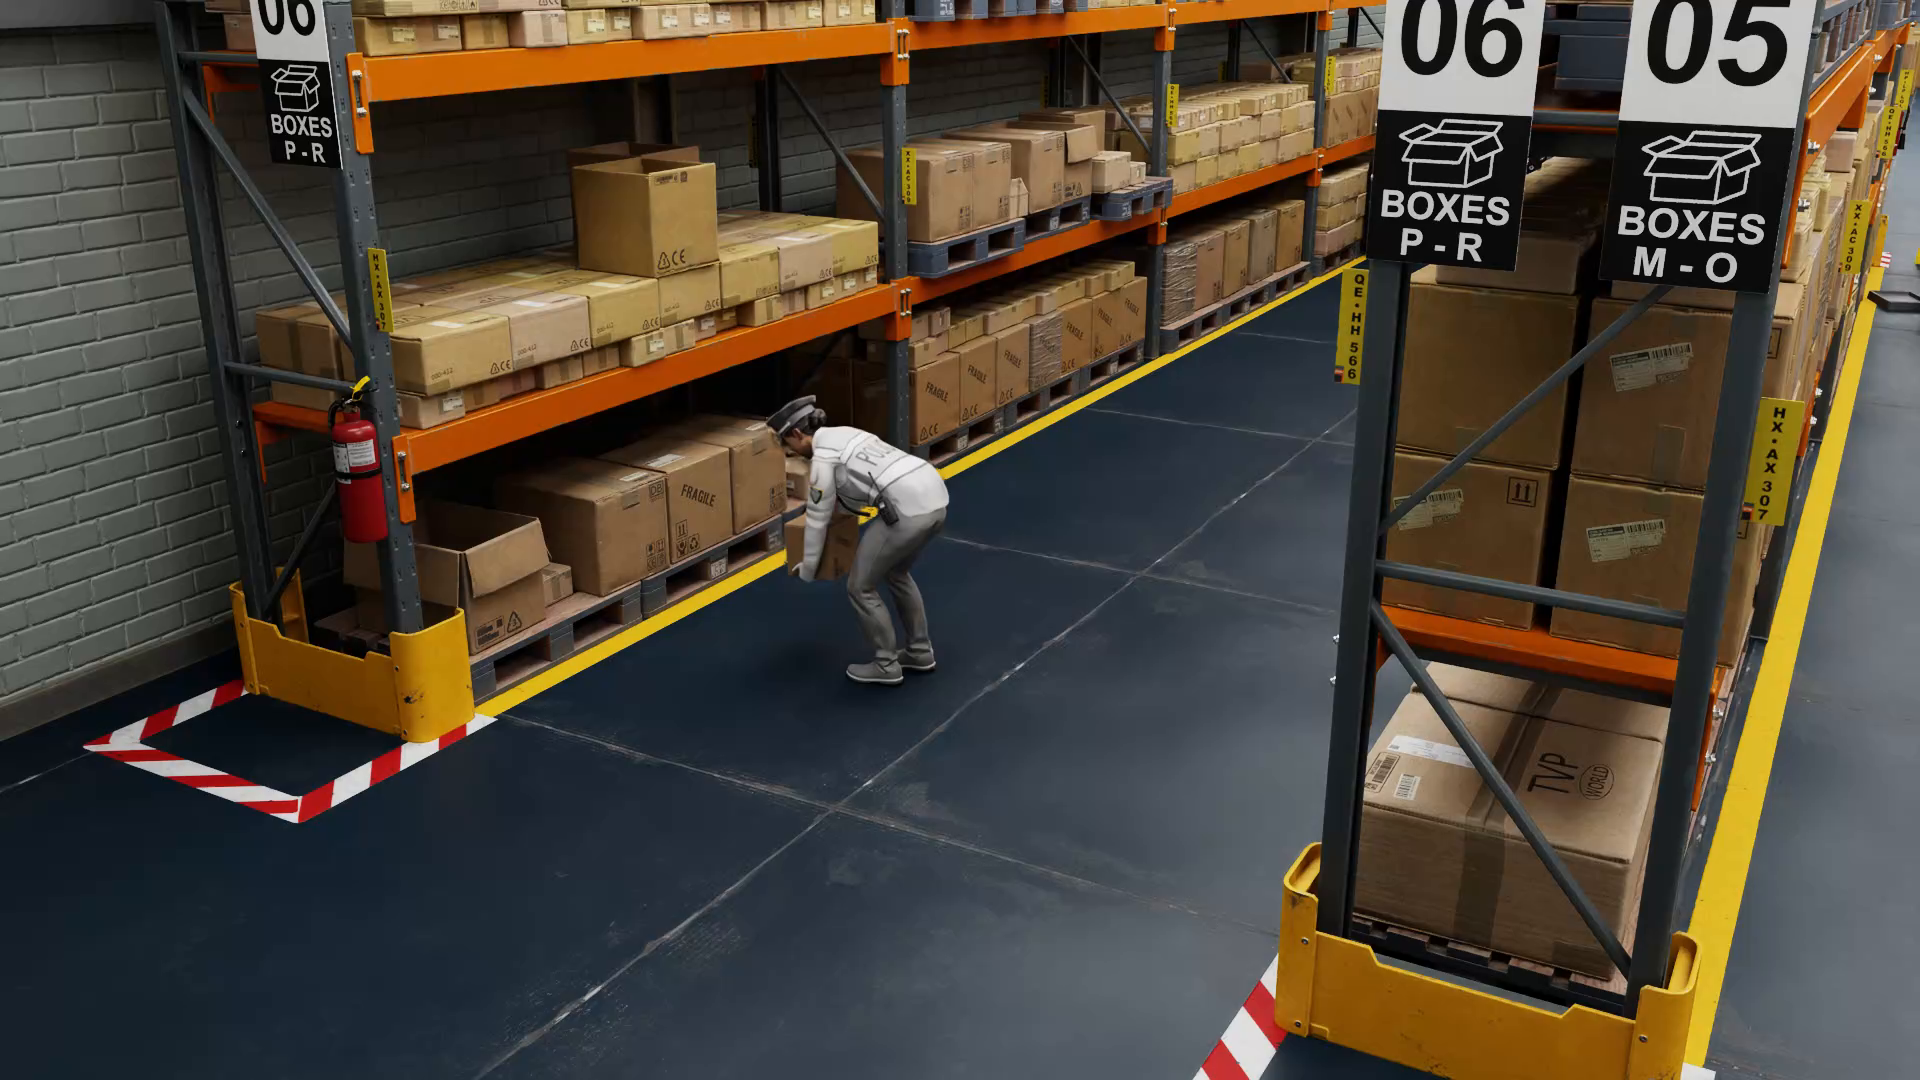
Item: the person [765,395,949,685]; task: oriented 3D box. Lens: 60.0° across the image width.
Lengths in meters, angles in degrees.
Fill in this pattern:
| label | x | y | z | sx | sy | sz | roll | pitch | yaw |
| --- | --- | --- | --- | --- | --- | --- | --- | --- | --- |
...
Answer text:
| label | x | y | z | sx | sy | sz | roll | pitch | yaw |
| --- | --- | --- | --- | --- | --- | --- | --- | --- | --- |
| person | -0.476 | -0.006 | 7.644 | 0.878 | 1.296 | 0.421 | 10 | 22 | 26 |
